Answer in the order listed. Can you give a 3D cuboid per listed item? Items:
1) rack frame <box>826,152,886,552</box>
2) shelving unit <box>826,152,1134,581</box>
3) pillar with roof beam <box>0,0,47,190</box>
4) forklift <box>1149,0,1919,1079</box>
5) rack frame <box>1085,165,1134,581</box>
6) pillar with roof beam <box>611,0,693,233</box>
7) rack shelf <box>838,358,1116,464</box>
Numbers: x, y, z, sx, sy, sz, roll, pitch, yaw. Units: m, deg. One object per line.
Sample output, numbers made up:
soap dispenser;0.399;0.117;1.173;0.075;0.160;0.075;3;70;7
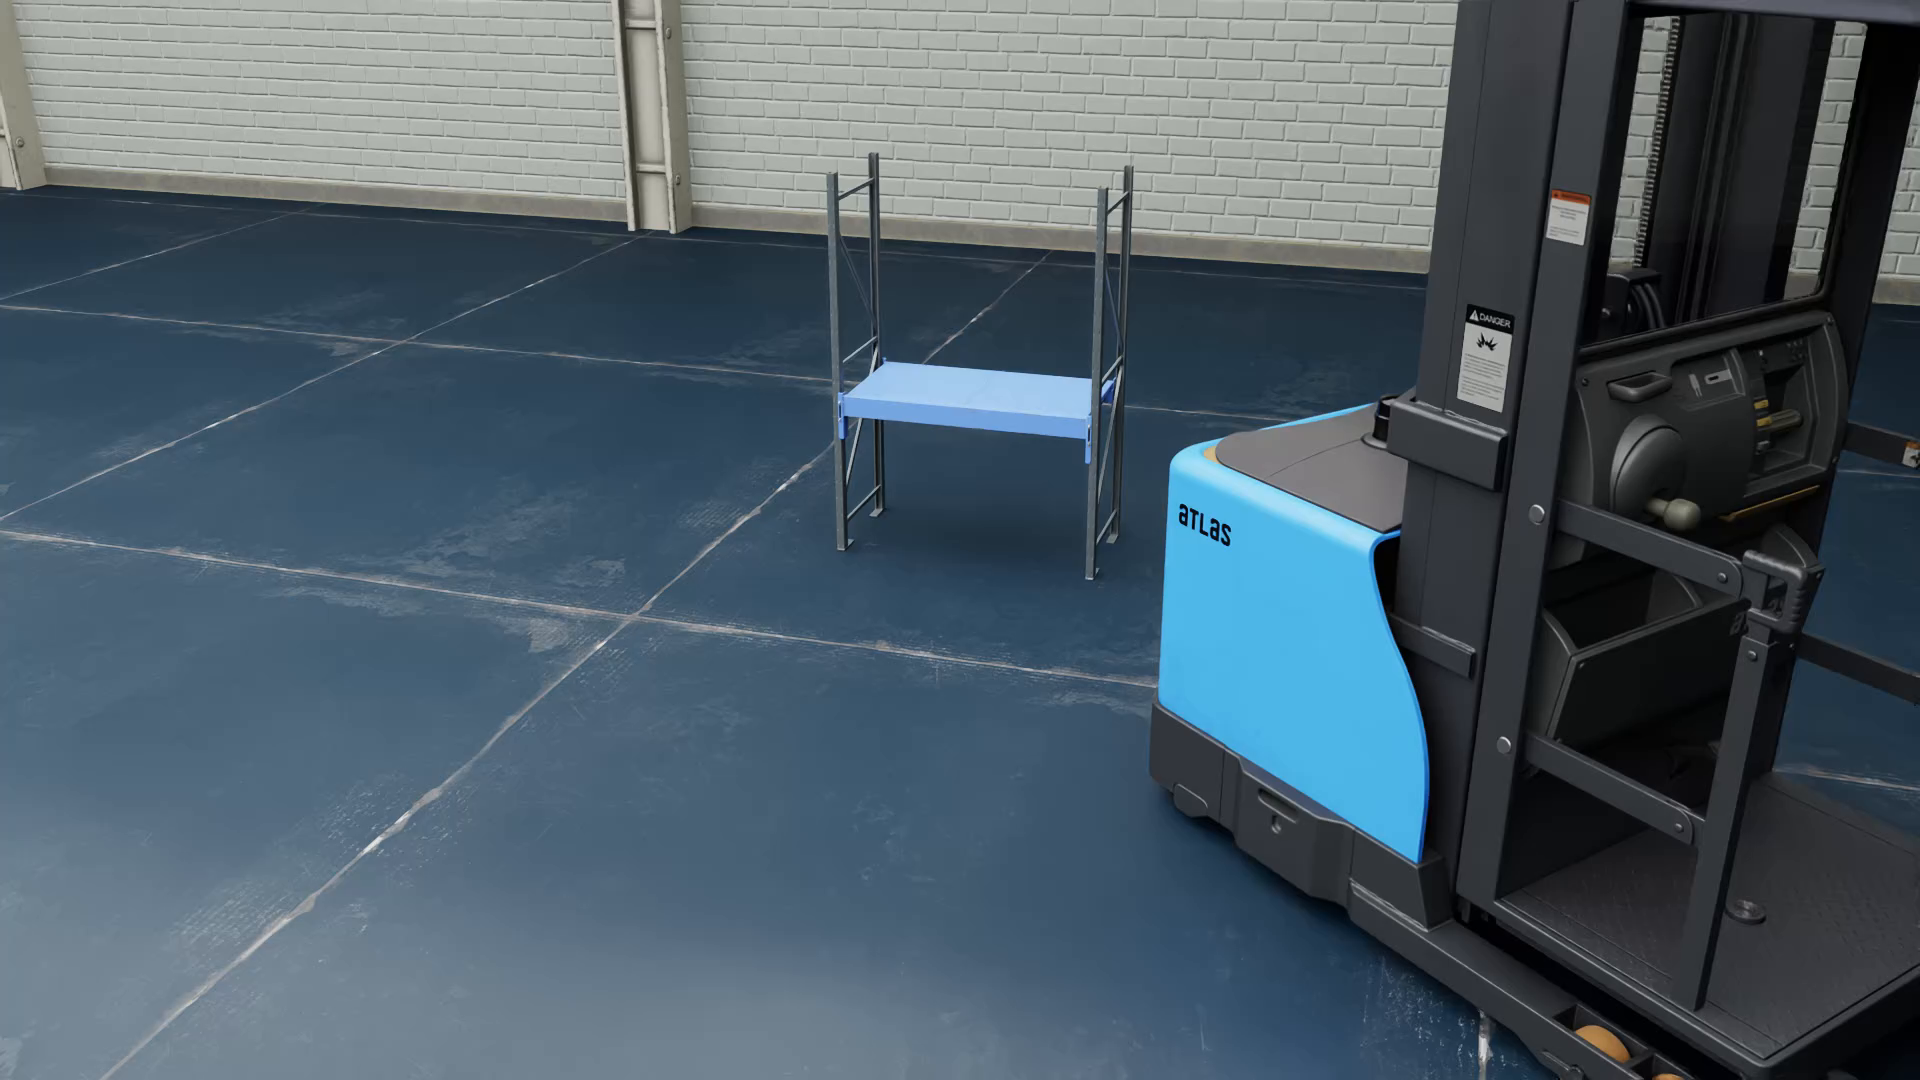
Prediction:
rack frame;-0.405;-0.740;6.598;0.032;1.500;0.500;7;23;16
shelving unit;0.082;-0.685;6.463;1.048;1.500;0.538;7;23;16
pillar with roof beam;-9.231;-5.600;8.566;0.400;9.000;9.100;7;23;16
forklift;1.784;-0.244;3.503;1.130;2.935;3.031;-14;26;-30
rack frame;0.568;-0.629;6.327;0.032;1.500;0.500;7;23;16
pillar with roof beam;-3.487;-4.943;6.962;0.400;9.000;9.100;7;23;16
rack shelf;0.082;-0.518;6.531;1.000;0.185;0.538;7;23;16
